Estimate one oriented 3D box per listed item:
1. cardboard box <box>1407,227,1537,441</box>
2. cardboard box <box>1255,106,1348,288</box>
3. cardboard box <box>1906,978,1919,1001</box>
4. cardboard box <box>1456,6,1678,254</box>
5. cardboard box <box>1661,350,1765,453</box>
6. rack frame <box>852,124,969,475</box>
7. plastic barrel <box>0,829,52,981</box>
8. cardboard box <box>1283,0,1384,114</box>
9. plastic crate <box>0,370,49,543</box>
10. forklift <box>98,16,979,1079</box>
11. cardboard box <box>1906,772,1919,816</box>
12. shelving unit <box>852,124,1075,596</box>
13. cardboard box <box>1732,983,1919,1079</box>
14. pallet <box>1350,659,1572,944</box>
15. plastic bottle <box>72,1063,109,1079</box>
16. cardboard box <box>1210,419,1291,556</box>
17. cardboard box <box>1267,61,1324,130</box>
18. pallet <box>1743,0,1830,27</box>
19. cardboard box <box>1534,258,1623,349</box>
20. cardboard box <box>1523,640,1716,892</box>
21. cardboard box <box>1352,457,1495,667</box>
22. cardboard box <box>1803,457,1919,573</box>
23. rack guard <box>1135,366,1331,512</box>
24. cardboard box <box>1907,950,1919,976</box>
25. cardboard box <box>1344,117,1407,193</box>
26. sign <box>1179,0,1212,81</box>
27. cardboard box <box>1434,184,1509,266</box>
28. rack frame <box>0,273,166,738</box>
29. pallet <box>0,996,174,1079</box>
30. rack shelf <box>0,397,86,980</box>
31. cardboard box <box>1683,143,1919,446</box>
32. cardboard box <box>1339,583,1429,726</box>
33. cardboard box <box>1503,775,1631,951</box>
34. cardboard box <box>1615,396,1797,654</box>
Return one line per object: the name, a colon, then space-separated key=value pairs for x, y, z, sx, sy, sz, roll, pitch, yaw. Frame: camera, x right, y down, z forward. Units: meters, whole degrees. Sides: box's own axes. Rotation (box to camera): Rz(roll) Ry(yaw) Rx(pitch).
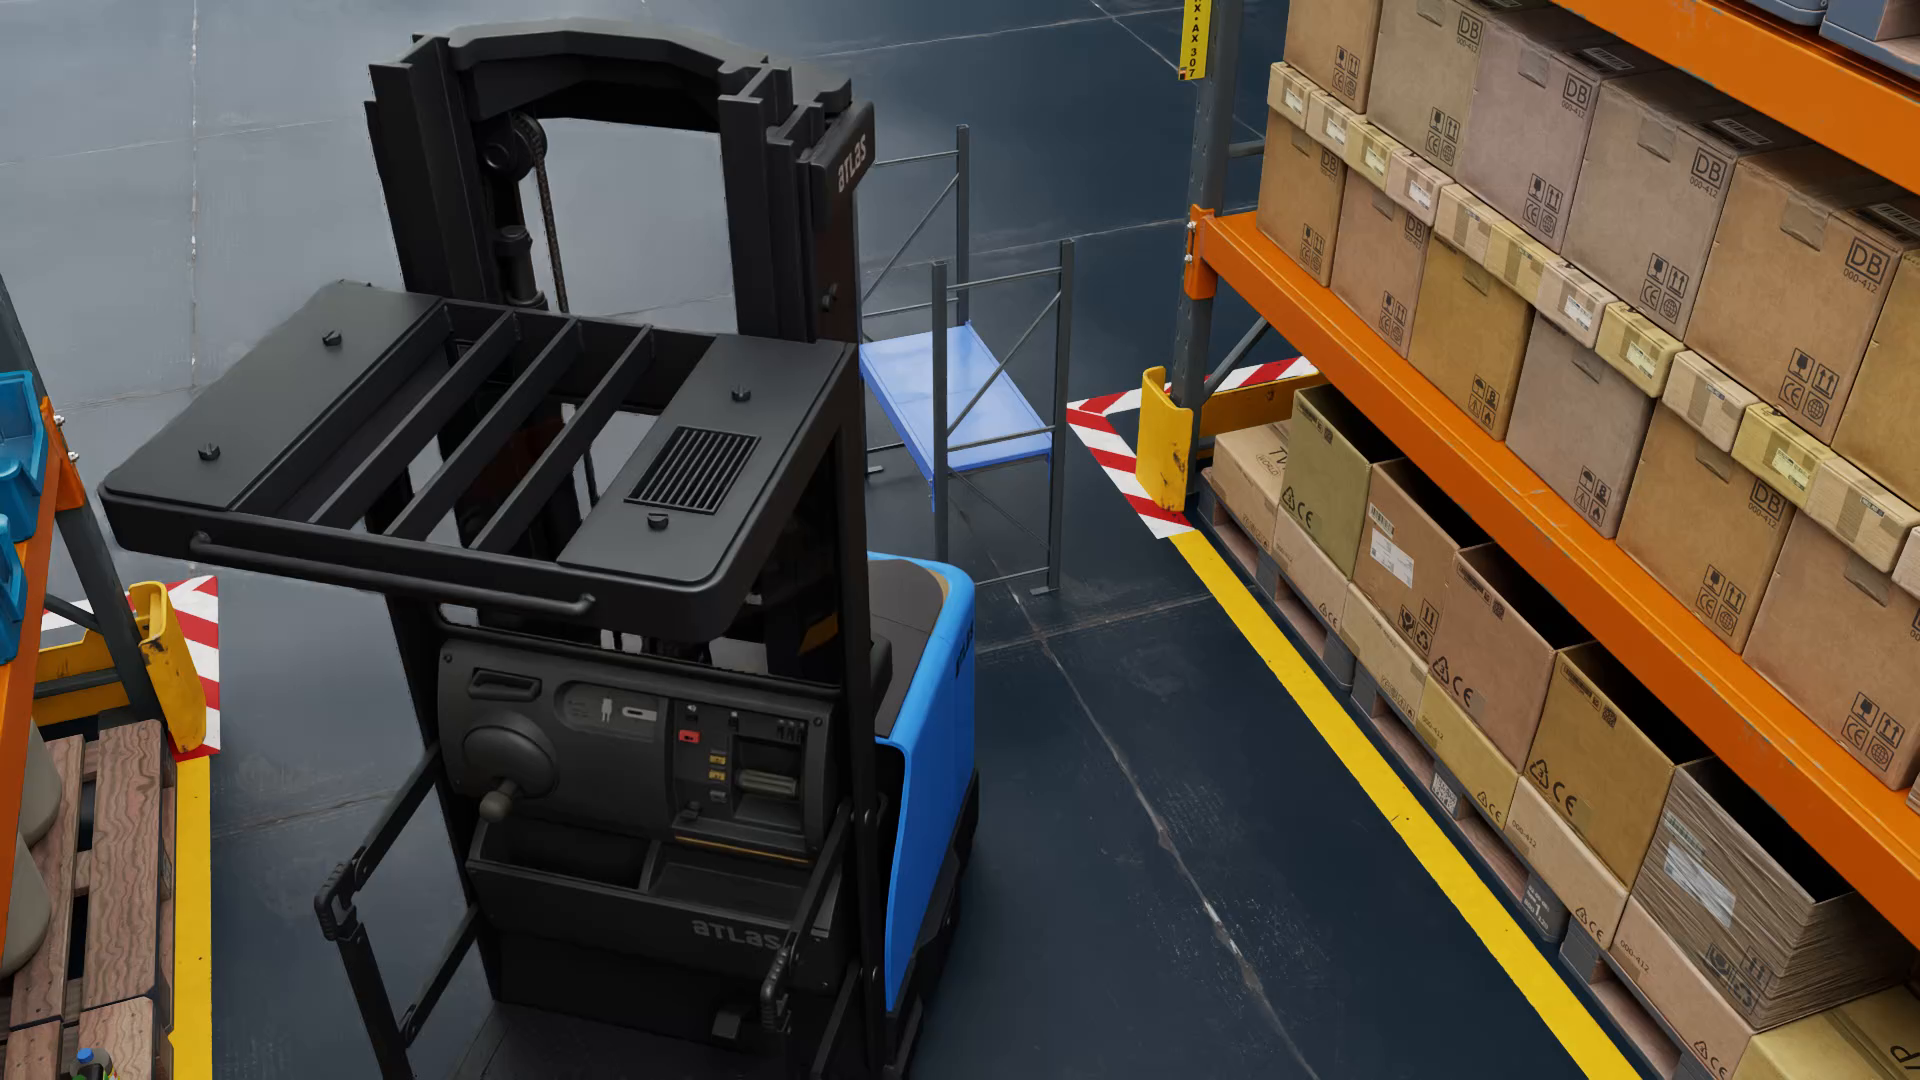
cardboard box: x=1.847 y=-0.703 z=5.107 sx=0.700 sy=0.500 sz=0.500 roll=-12 pitch=39 yaw=-16
cardboard box: x=1.497 y=-1.280 z=5.874 sx=0.700 sy=0.500 sz=0.500 roll=-12 pitch=39 yaw=-16
cardboard box: x=2.850 y=1.359 z=4.389 sx=0.500 sy=0.250 sz=0.500 roll=-12 pitch=39 yaw=-16
cardboard box: x=1.875 y=-1.188 z=4.673 sx=0.700 sy=0.500 sz=0.500 roll=-12 pitch=39 yaw=-16
cardboard box: x=1.994 y=-0.373 z=4.130 sx=0.380 sy=0.149 sz=0.250 roll=-11 pitch=38 yaw=-15
rack frame: x=-0.204 y=-0.934 z=6.744 sx=0.500 sy=1.500 sz=0.032 roll=-12 pitch=39 yaw=-16
plastic barrel: x=-2.833 y=0.982 z=4.672 sx=0.421 sy=0.512 sz=0.421 roll=0 pitch=37 yaw=0
cardboard box: x=1.515 y=-1.769 z=5.444 sx=0.700 sy=0.500 sz=0.500 roll=-12 pitch=39 yaw=-16
plastic crate: x=-2.851 y=-0.203 z=4.650 sx=0.499 sy=0.251 sz=0.616 roll=-12 pitch=39 yaw=-16
forklift: x=-0.791 y=0.554 z=3.578 sx=1.130 sy=2.935 sz=3.031 roll=8 pitch=38 yaw=11
cardboard box: x=2.566 y=0.464 z=3.558 sx=0.700 sy=0.500 sz=0.500 roll=-13 pitch=39 yaw=-17
shelving unit: x=-0.029 y=-0.647 z=6.363 sx=0.538 sy=1.500 sz=1.048 roll=-12 pitch=39 yaw=-16
cardboard box: x=2.360 y=1.467 z=4.246 sx=0.500 sy=0.250 sz=0.500 roll=-12 pitch=39 yaw=-16
pallet: x=2.067 y=0.718 z=5.621 sx=1.003 sy=0.211 sz=1.213 roll=-12 pitch=39 yaw=-16
plastic bottle: x=-2.203 y=1.435 z=4.244 sx=0.061 sy=0.283 sz=0.133 roll=-12 pitch=38 yaw=-15
cardboard box: x=1.324 y=-0.227 z=6.495 sx=0.500 sy=0.250 sz=0.500 roll=-12 pitch=39 yaw=-16
cardboard box: x=1.281 y=-1.540 z=5.679 sx=0.380 sy=0.149 sz=0.250 roll=-13 pitch=39 yaw=-16
pallet: x=1.991 y=-1.574 z=3.928 sx=1.003 sy=0.211 sz=1.213 roll=-12 pitch=39 yaw=-16
cardboard box: x=1.809 y=-0.671 z=4.526 sx=0.380 sy=0.149 sz=0.250 roll=-12 pitch=39 yaw=-16
cardboard box: x=2.023 y=0.601 z=4.773 sx=0.500 sy=0.500 sz=0.500 roll=-12 pitch=39 yaw=-16
cardboard box: x=1.682 y=0.035 z=5.523 sx=0.500 sy=0.500 sz=0.500 roll=-12 pitch=39 yaw=-16
cardboard box: x=2.163 y=-0.091 z=3.756 sx=0.380 sy=0.149 sz=0.250 roll=-13 pitch=39 yaw=-16
rack guard: x=1.340 y=-0.522 z=7.027 sx=1.175 sy=0.500 sz=0.348 roll=-12 pitch=39 yaw=-16
cardboard box: x=2.679 y=0.776 z=4.539 sx=0.500 sy=0.500 sz=0.500 roll=-12 pitch=39 yaw=-16
cardboard box: x=1.459 y=-1.250 z=5.294 sx=0.380 sy=0.149 sz=0.250 roll=-12 pitch=39 yaw=-16
sign: x=0.825 y=-1.773 z=5.825 sx=0.100 sy=0.325 sz=0.005 roll=-12 pitch=39 yaw=-16
cardboard box: x=1.638 y=-0.957 z=4.905 sx=0.380 sy=0.149 sz=0.250 roll=-14 pitch=39 yaw=-17
rack frame: x=-3.304 y=-0.483 z=4.899 sx=1.000 sy=3.000 sz=0.127 roll=-12 pitch=39 yaw=-16
pallet: x=-2.543 y=1.812 z=4.169 sx=1.003 sy=0.211 sz=1.213 roll=-12 pitch=39 yaw=-16
rack shelf: x=-2.616 y=0.934 z=3.615 sx=1.077 sy=0.370 sz=4.000 roll=-12 pitch=39 yaw=-16
cardboard box: x=2.219 y=-0.623 z=3.922 sx=0.700 sy=0.500 sz=0.500 roll=-12 pitch=39 yaw=-16
cardboard box: x=1.671 y=0.337 z=5.746 sx=0.500 sy=0.250 sz=0.500 roll=-12 pitch=39 yaw=-16
cardboard box: x=2.011 y=0.903 z=4.995 sx=0.500 sy=0.250 sz=0.500 roll=-12 pitch=39 yaw=-16
cardboard box: x=2.209 y=-0.117 z=4.329 sx=0.700 sy=0.500 sz=0.500 roll=-12 pitch=39 yaw=-15
